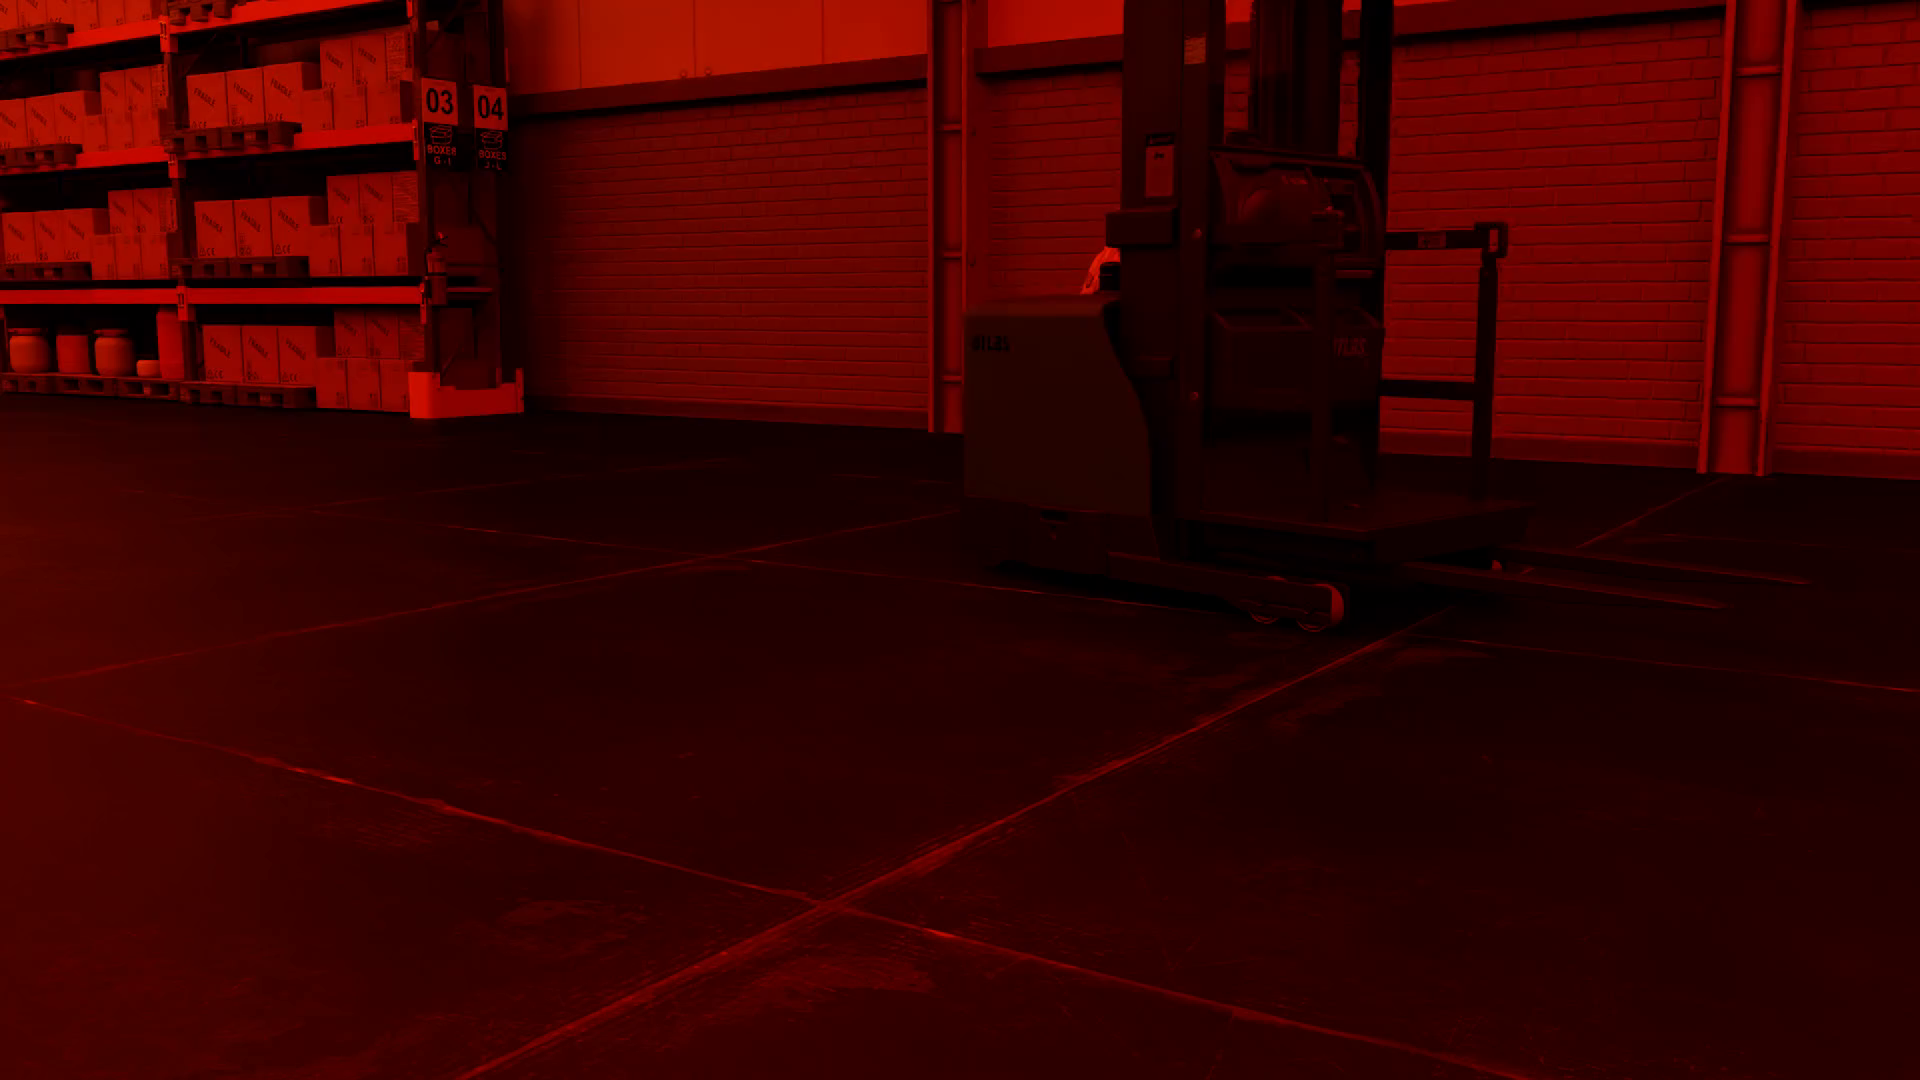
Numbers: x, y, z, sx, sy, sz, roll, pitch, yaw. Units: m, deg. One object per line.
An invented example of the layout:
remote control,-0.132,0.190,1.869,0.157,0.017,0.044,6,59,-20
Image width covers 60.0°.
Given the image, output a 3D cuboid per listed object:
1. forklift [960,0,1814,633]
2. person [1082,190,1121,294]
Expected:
forklift,1.363,-1.227,5.822,1.130,2.935,3.031,-7,11,-42
person,0.807,-0.818,7.840,0.815,1.623,0.463,6,10,38
